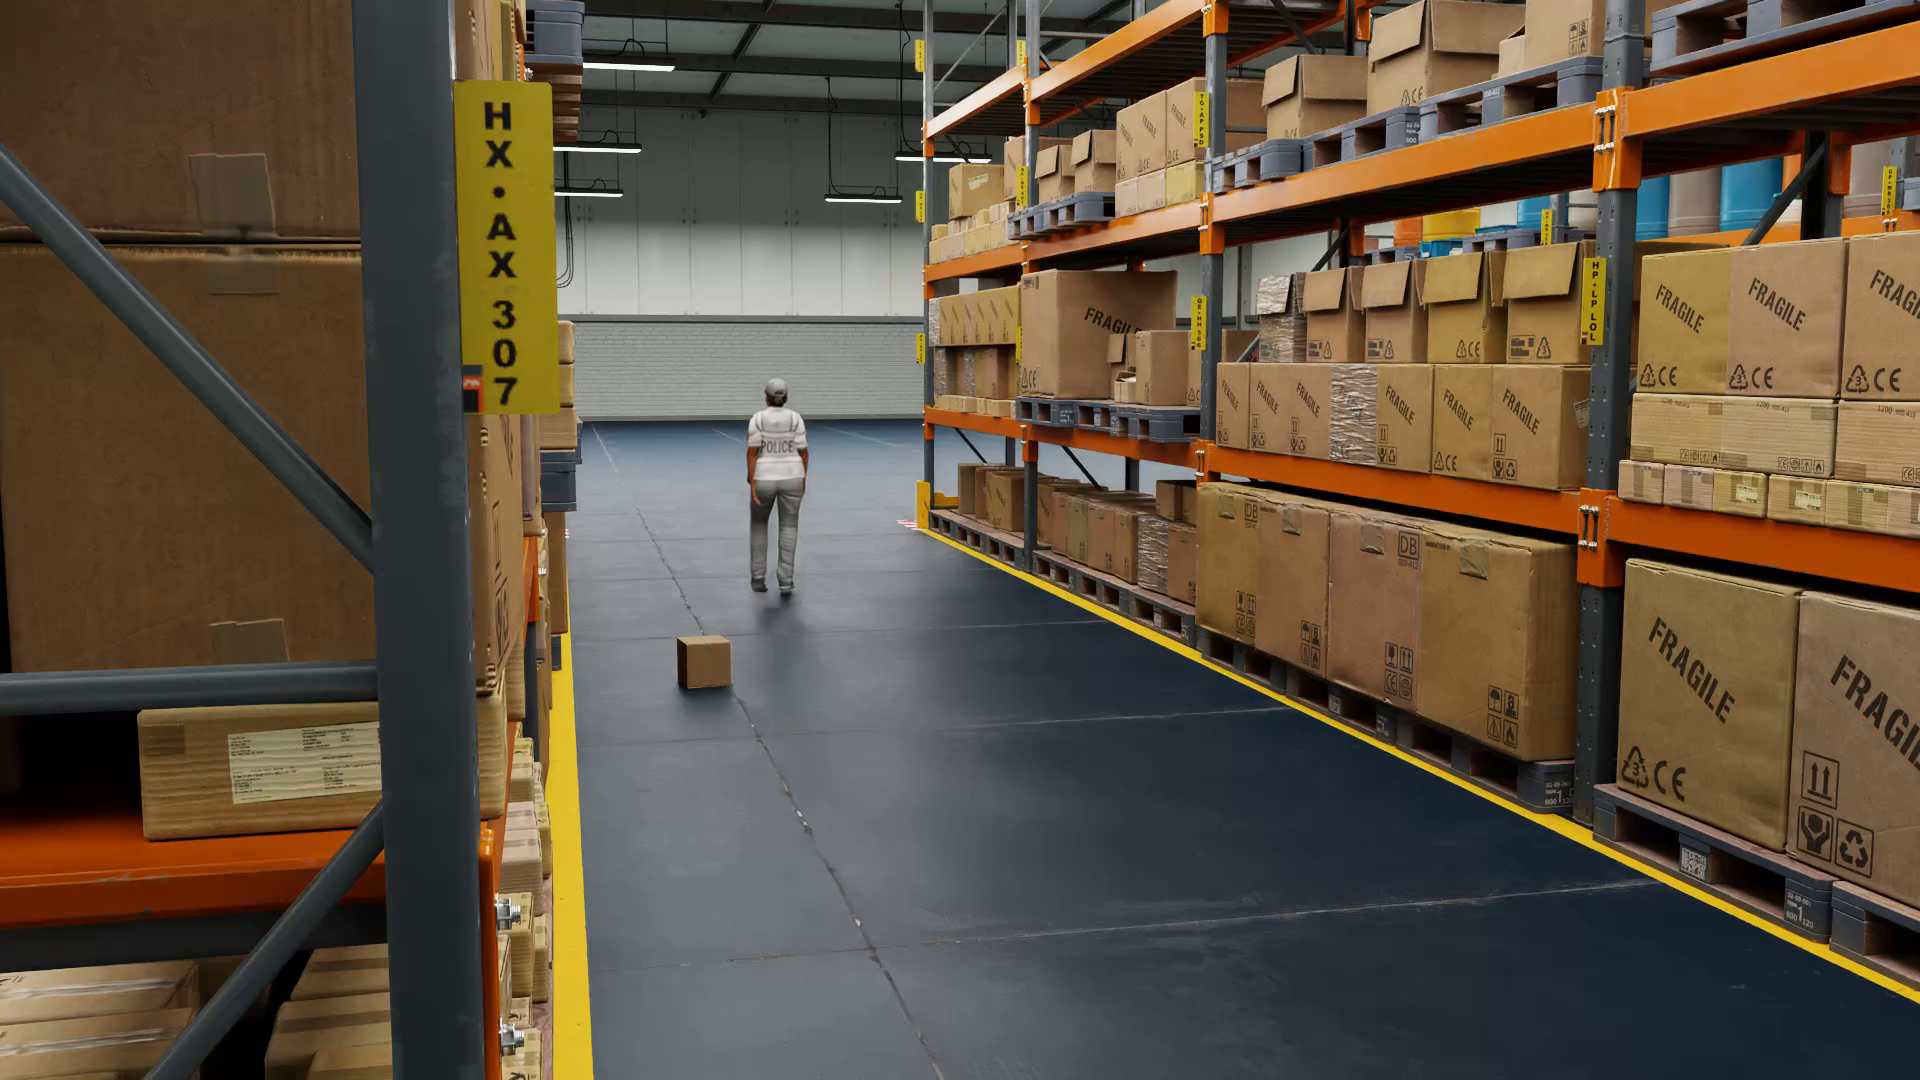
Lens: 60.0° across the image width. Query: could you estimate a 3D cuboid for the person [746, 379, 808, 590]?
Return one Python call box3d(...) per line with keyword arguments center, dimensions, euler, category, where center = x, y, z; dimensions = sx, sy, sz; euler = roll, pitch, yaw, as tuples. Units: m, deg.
box3d(center=(-1.442, -0.421, 13.128), dimensions=(0.487, 1.698, 0.729), euler=(-1, 6, -8), category="person")
